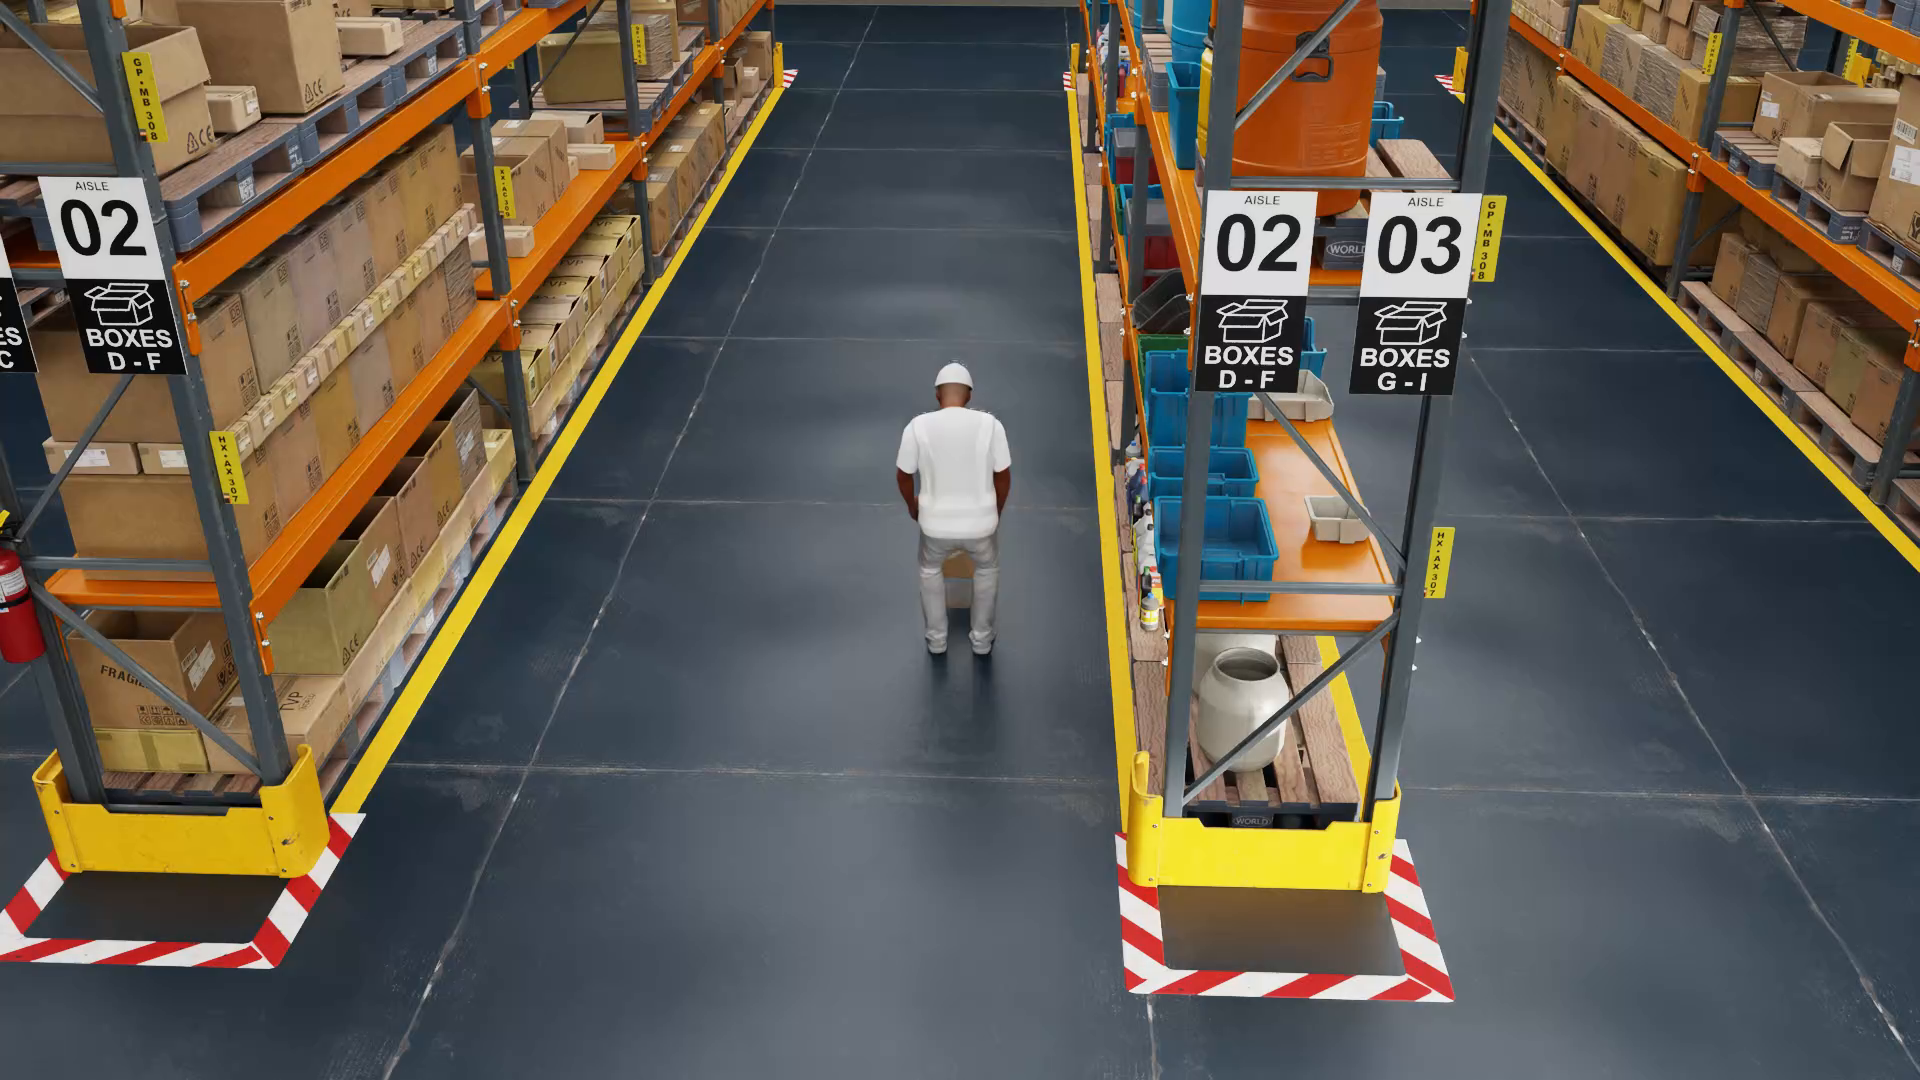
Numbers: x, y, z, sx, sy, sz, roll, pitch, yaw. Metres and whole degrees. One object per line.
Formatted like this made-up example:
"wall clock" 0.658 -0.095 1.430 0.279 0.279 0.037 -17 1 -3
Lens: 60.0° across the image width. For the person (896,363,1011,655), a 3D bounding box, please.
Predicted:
"person" -0.037 -0.149 9.068 0.620 1.591 0.622 1 28 3
